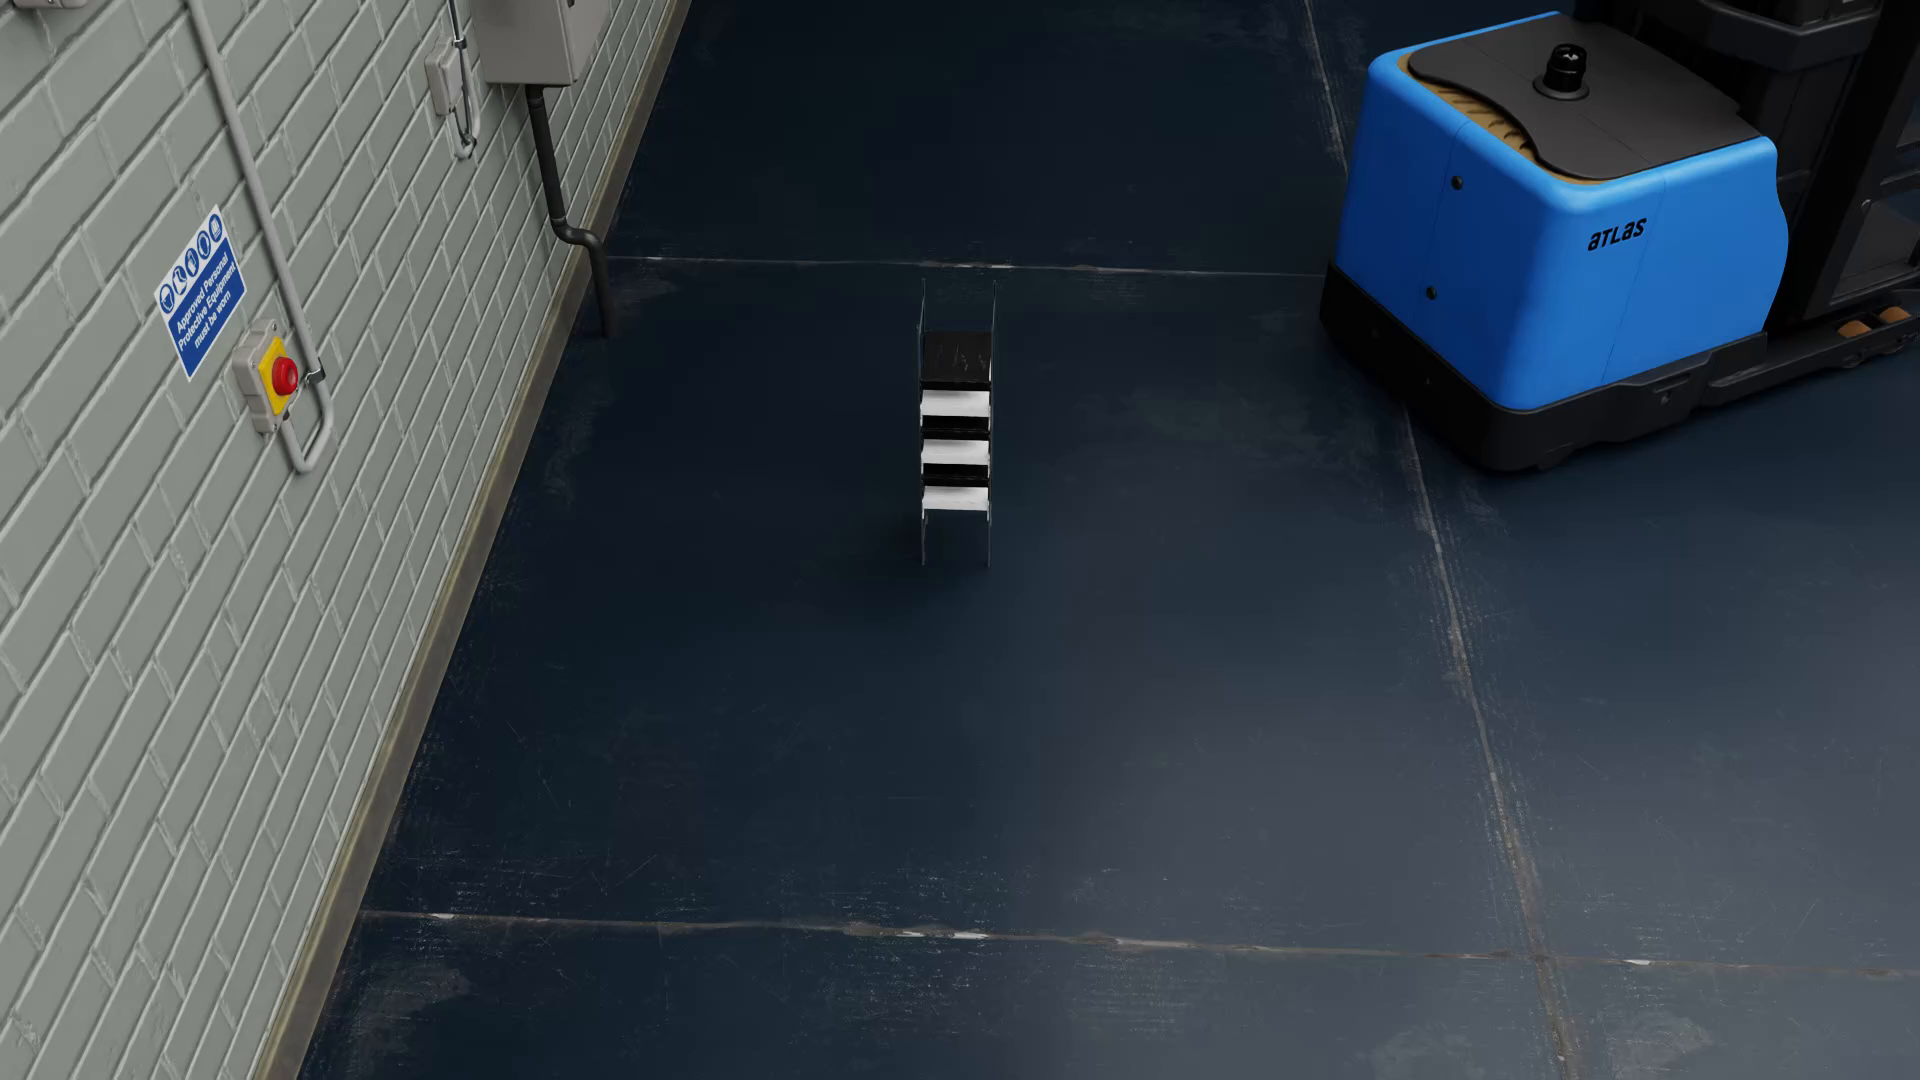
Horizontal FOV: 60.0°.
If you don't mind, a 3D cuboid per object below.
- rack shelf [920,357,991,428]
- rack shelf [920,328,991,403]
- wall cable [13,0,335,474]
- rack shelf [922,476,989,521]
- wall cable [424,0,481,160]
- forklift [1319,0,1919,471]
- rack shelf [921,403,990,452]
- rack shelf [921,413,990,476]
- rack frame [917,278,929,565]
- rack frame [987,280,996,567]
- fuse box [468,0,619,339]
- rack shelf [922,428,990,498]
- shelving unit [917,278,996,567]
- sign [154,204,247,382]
[{"bbox_3d":[-0.008,-0.437,4.844,0.200,0.077,0.258,2,43,2],"label":"rack shelf"},{"bbox_3d":[-0.008,-0.503,4.782,0.200,0.077,0.258,2,43,2],"label":"rack shelf"},{"bbox_3d":[-1.482,-0.822,3.163,0.123,1.953,0.585,2,43,2],"label":"wall cable"},{"bbox_3d":[-0.008,-0.173,5.089,0.200,0.077,0.258,2,43,2],"label":"rack shelf"},{"bbox_3d":[-1.430,-1.776,4.211,0.122,1.984,0.588,2,43,2],"label":"wall cable"},{"bbox_3d":[2.855,-1.988,5.234,3.031,2.935,1.130,-18,46,-19],"label":"forklift"},{"bbox_3d":[-0.008,-0.371,4.905,0.200,0.077,0.258,2,43,2],"label":"rack shelf"},{"bbox_3d":[-0.008,-0.305,4.966,0.200,0.077,0.258,2,43,2],"label":"rack shelf"},{"bbox_3d":[-0.110,-0.333,4.947,0.006,0.900,0.240,2,43,2],"label":"rack frame"},{"bbox_3d":[0.093,-0.326,4.940,0.006,0.900,0.240,2,43,2],"label":"rack frame"},{"bbox_3d":[-1.242,-1.393,5.490,0.414,1.711,0.539,2,43,2],"label":"fuse box"},{"bbox_3d":[-0.008,-0.239,5.028,0.200,0.077,0.258,2,43,2],"label":"rack shelf"},{"bbox_3d":[-0.008,-0.330,4.944,0.210,0.900,0.258,2,43,2],"label":"shelving unit"},{"bbox_3d":[-1.545,-0.506,3.395,0.001,0.218,0.327,2,43,2],"label":"sign"}]
